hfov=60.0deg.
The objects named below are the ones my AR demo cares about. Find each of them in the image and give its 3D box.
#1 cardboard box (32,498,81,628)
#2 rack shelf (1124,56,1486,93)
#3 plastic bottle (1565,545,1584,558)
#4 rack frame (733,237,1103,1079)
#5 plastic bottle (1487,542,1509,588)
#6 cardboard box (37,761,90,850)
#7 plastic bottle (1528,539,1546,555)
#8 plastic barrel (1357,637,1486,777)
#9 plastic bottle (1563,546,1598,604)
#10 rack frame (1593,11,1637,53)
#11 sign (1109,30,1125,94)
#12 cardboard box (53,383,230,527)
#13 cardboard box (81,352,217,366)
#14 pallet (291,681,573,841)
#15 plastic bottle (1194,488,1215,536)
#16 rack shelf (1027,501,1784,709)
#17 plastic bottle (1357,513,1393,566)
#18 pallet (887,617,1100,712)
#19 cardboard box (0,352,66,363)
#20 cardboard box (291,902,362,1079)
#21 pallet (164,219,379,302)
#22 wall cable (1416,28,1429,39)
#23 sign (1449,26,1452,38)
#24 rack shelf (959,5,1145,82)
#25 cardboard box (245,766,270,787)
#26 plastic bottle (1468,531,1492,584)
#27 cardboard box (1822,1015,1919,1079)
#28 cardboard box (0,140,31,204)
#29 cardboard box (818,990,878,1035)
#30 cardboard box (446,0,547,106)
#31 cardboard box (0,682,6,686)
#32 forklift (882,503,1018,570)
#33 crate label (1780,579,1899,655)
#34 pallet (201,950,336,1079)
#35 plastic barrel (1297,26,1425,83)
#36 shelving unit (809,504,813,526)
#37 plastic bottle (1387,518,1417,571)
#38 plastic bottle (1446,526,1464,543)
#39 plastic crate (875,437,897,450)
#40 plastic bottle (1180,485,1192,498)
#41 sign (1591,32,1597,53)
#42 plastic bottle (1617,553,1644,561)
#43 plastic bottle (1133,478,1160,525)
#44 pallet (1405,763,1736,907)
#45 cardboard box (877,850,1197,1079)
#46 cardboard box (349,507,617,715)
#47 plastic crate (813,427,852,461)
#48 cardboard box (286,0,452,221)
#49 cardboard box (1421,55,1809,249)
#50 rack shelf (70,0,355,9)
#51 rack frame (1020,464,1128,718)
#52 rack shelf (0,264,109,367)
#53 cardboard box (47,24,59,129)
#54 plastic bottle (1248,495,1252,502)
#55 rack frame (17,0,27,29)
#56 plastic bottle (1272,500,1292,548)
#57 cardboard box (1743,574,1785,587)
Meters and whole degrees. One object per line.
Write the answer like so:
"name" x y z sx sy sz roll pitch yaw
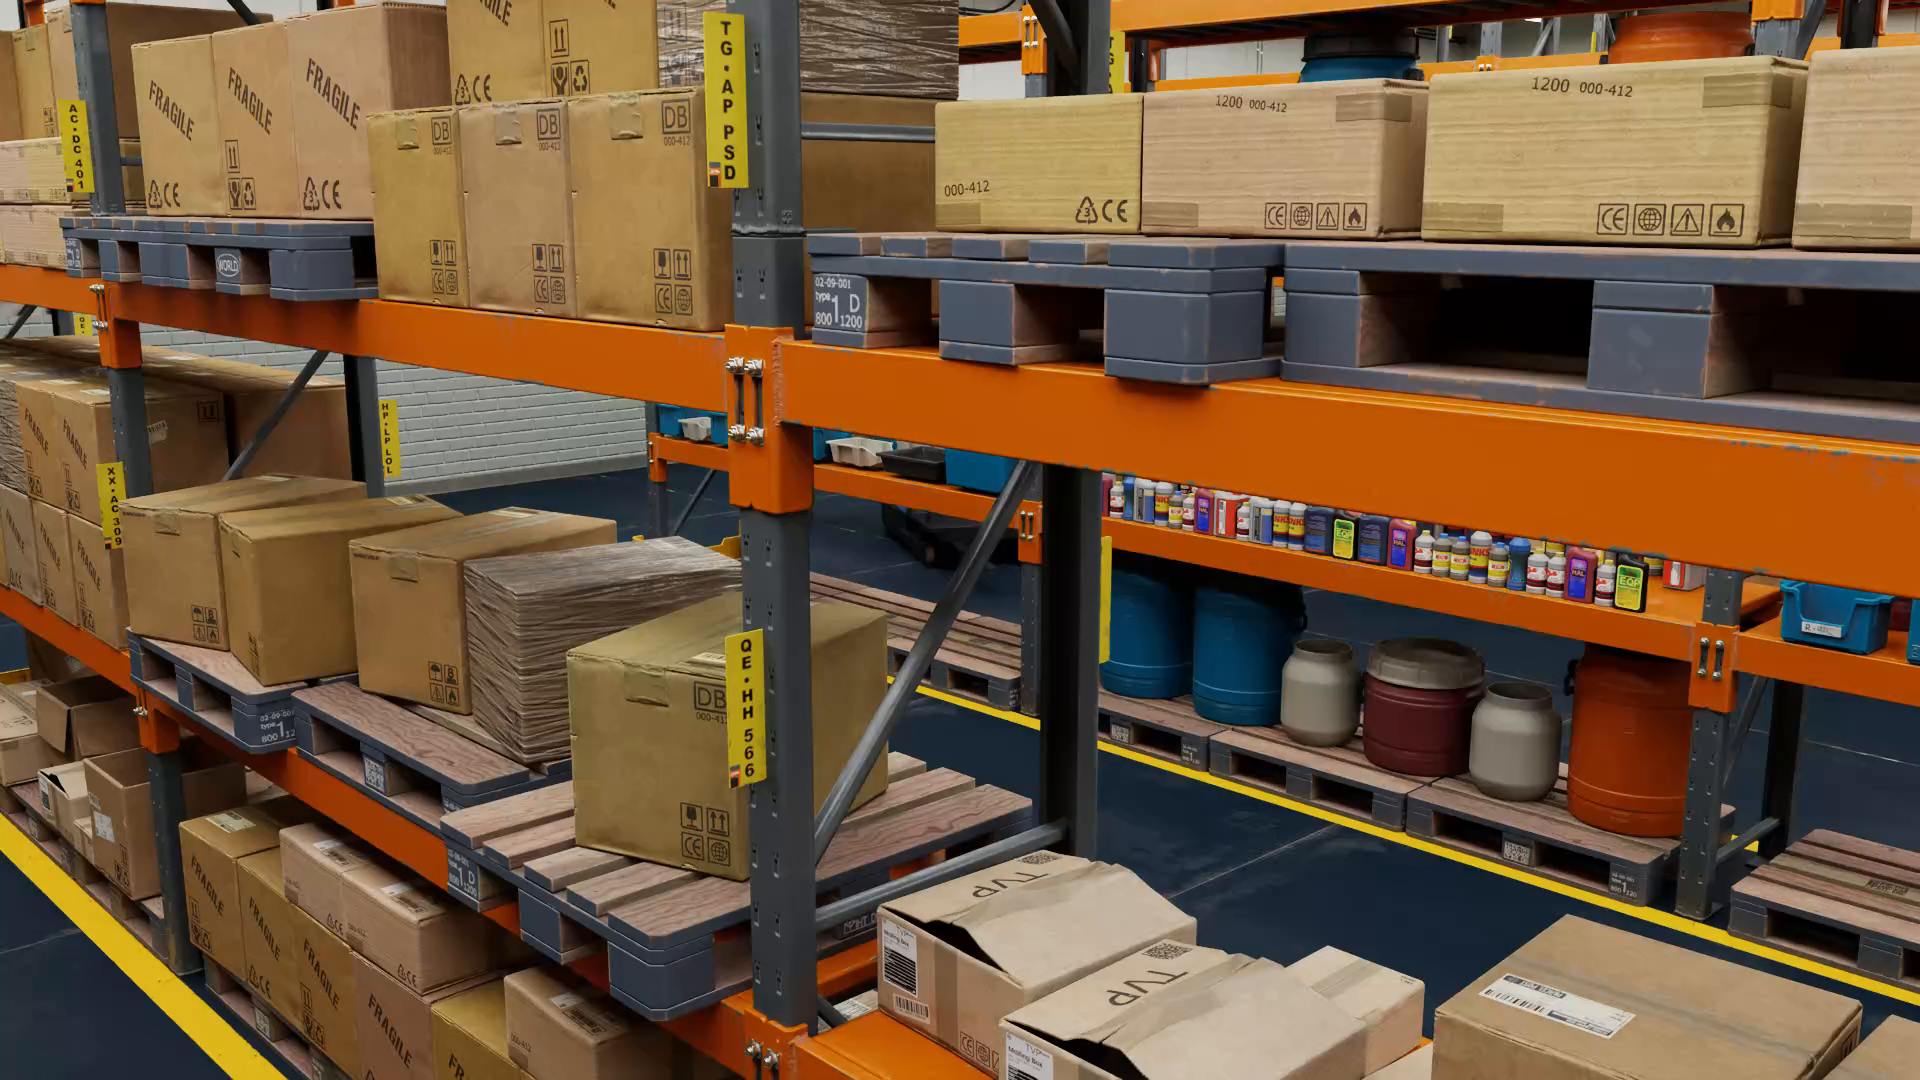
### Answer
"cardboard box" -3.705 0.056 7.296 0.500 0.500 0.500 -10 16 -41
"rack shelf" 2.969 -3.845 14.384 1.077 0.370 4.000 -11 16 -43
"plastic bottle" 3.042 -0.014 8.201 0.097 0.271 0.097 0 12 0
"rack frame" -0.054 0.801 3.928 1.000 3.000 0.127 -11 16 -43
"plastic bottle" 2.515 0.113 7.758 0.097 0.201 0.097 0 12 0
"cardboard box" -3.933 1.166 7.732 0.500 0.311 0.500 -11 16 -43
"plastic bottle" 2.927 -0.067 8.430 0.061 0.283 0.133 -11 16 -43
"plastic barrel" 2.401 0.853 8.612 0.600 0.588 0.708 -11 16 -43
"plastic bottle" 2.783 0.135 7.449 0.061 0.283 0.133 -11 16 -43
"rack frame" 8.756 -6.066 22.390 1.000 3.000 0.127 -11 16 -43
"sign" 0.353 -1.036 3.935 0.100 0.325 0.005 -11 16 -43
"cardboard box" -3.353 -0.359 6.834 0.500 0.500 0.500 -11 16 -42
"cardboard box" -4.007 -0.655 8.270 0.500 0.500 0.500 -10 15 -41
"pallet" -1.401 0.612 5.322 1.003 0.211 1.213 -11 16 -43
"plastic bottle" 1.326 -0.173 8.944 0.061 0.283 0.133 -11 16 -43
"rack shelf" 2.149 0.172 8.765 1.077 0.370 4.000 -11 16 -43
"plastic bottle" 2.074 -0.060 8.229 0.144 0.351 0.185 -11 16 -43
"pallet" 0.232 0.791 10.885 1.003 0.211 1.213 -11 16 -43
"cardboard box" -4.755 -0.655 8.269 0.500 0.500 0.500 -11 16 -42
"cardboard box" -1.943 1.481 5.733 0.500 0.500 0.500 -11 16 -42
"pallet" -1.699 -0.904 5.236 1.213 0.211 1.003 -11 16 -43
"wall cable" 7.210 -7.362 28.590 2.988 3.039 0.133 -11 16 -43
"sign" 5.661 -5.970 19.221 0.100 0.325 0.005 -11 16 -43
"rack shelf" -0.613 -3.154 11.034 1.077 0.370 4.000 -11 16 -43
"cardboard box" -3.555 1.173 8.053 0.380 0.166 0.250 -11 16 -43
"plastic bottle" 2.448 0.065 7.820 0.097 0.271 0.097 0 12 0
"cardboard box" 1.480 1.072 2.368 0.500 0.500 0.500 -11 16 -42
"cardboard box" -3.692 -1.530 6.941 0.500 0.250 0.500 -11 16 -43
"cardboard box" -0.528 1.628 5.019 0.500 0.500 0.500 11 16 43
"cardboard box" -1.056 -1.420 4.550 0.500 0.500 0.500 -11 16 -43
"cardboard box" -5.539 0.923 9.309 0.380 0.149 0.250 -11 16 -43
"forklift" 0.138 -1.303 14.311 1.130 2.935 3.031 -3 12 -15
"crate label" 3.551 0.307 6.741 0.303 0.233 0.416 -11 16 -43
"pallet" -2.228 1.697 6.492 1.003 0.211 1.213 -11 16 -43
"plastic barrel" 2.058 -2.165 8.608 0.600 0.901 0.708 -11 16 -43
"shelving unit" -1.078 -0.918 15.989 0.755 1.500 0.431 -1 12 -3
"plastic bottle" 2.153 0.002 8.095 0.061 0.283 0.133 -11 16 -43
"plastic bottle" 2.608 -0.123 8.733 0.097 0.271 0.097 0 12 0
"plastic crate" -0.390 -0.740 11.672 0.416 0.233 0.300 -11 16 -43
"plastic bottle" 1.374 -0.350 10.005 0.097 0.201 0.097 0 12 0
"sign" 8.350 -6.524 21.909 0.100 0.325 0.005 -11 16 -43
"plastic bottle" 3.272 0.006 8.076 0.061 0.283 0.133 -11 16 -43
"plastic bottle" 1.065 -0.238 9.277 0.152 0.276 0.135 -11 16 -43
"pallet" 2.956 1.368 8.087 1.003 0.211 1.213 -11 16 -43
"cardboard box" 0.165 0.904 3.650 0.500 0.311 0.500 -10 15 -39
"cardboard box" -1.552 0.212 5.499 0.500 0.500 0.700 7 14 31
"plastic crate" -0.945 -0.686 11.411 0.416 0.233 0.300 -11 16 -43
"cardboard box" -1.599 -1.277 5.047 0.600 0.600 0.600 11 16 43
"cardboard box" 1.062 -0.583 2.543 0.500 0.250 0.500 -11 16 -44
"rack shelf" -1.436 -1.881 4.852 1.077 0.370 4.000 -11 16 -43
"rack frame" 0.768 -0.472 10.109 1.000 3.000 0.127 -11 16 -43
"rack shelf" -4.198 -1.191 7.948 1.077 0.370 4.000 -11 16 -43
"cardboard box" -3.423 -1.949 7.117 0.700 0.500 0.500 -11 16 -43
"plastic bottle" 1.562 -0.177 8.983 0.152 0.276 0.135 -11 16 -43
"rack frame" -5.579 -3.305 8.990 1.000 3.000 0.127 -11 16 -43
"plastic bottle" 1.672 -0.099 8.616 0.097 0.271 0.097 0 12 0
"cardboard box" 6.041 0.021 11.937 1.225 0.875 0.875 -11 16 -42
